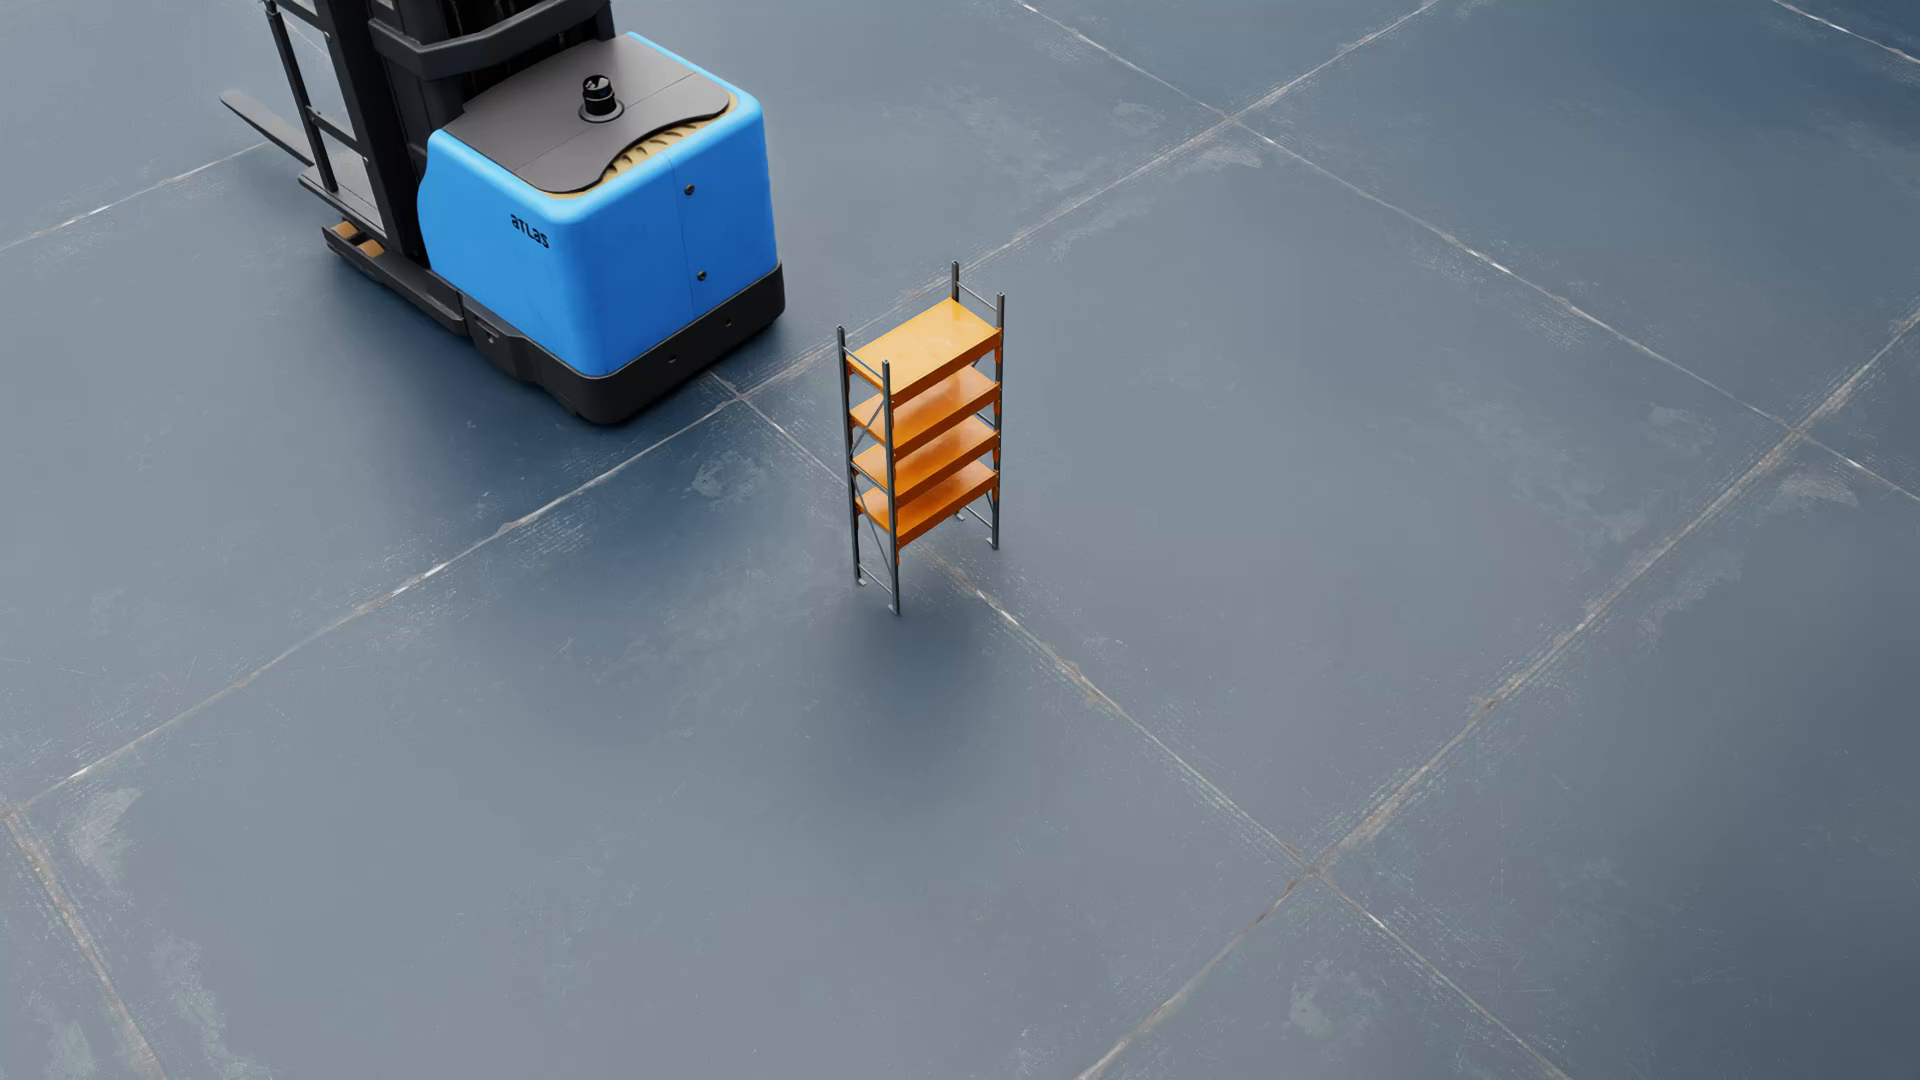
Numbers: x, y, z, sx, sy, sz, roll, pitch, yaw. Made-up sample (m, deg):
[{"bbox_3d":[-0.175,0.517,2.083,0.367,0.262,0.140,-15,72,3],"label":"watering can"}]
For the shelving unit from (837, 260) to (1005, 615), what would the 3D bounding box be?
[{"bbox_3d":[-0.122,-0.325,5.734,0.503,1.200,0.258,-34,56,-27],"label":"shelving unit"}]

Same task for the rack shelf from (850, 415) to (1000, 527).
[{"bbox_3d":[-0.122,-0.279,5.783,0.480,0.148,0.258,-34,56,-27],"label":"rack shelf"}]

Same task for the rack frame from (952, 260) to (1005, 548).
[{"bbox_3d":[0.058,-0.446,5.845,0.015,1.200,0.240,-34,56,-27],"label":"rack frame"}]

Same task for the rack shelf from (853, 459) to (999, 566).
[{"bbox_3d":[-0.122,-0.145,5.929,0.480,0.148,0.258,-34,56,-27],"label":"rack shelf"}]

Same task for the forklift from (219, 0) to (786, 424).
[{"bbox_3d":[-2.175,-2.401,6.471,3.031,2.935,1.130,33,56,27],"label":"forklift"}]

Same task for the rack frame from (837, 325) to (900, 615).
[{"bbox_3d":[-0.303,-0.204,5.622,0.015,1.200,0.240,-34,56,-27],"label":"rack frame"}]

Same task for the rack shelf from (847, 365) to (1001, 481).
[{"bbox_3d":[-0.122,-0.431,5.619,0.480,0.148,0.258,-34,56,-27],"label":"rack shelf"}]

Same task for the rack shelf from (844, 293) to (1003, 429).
[{"bbox_3d":[-0.122,-0.592,5.445,0.480,0.148,0.258,-34,56,-27],"label":"rack shelf"}]
